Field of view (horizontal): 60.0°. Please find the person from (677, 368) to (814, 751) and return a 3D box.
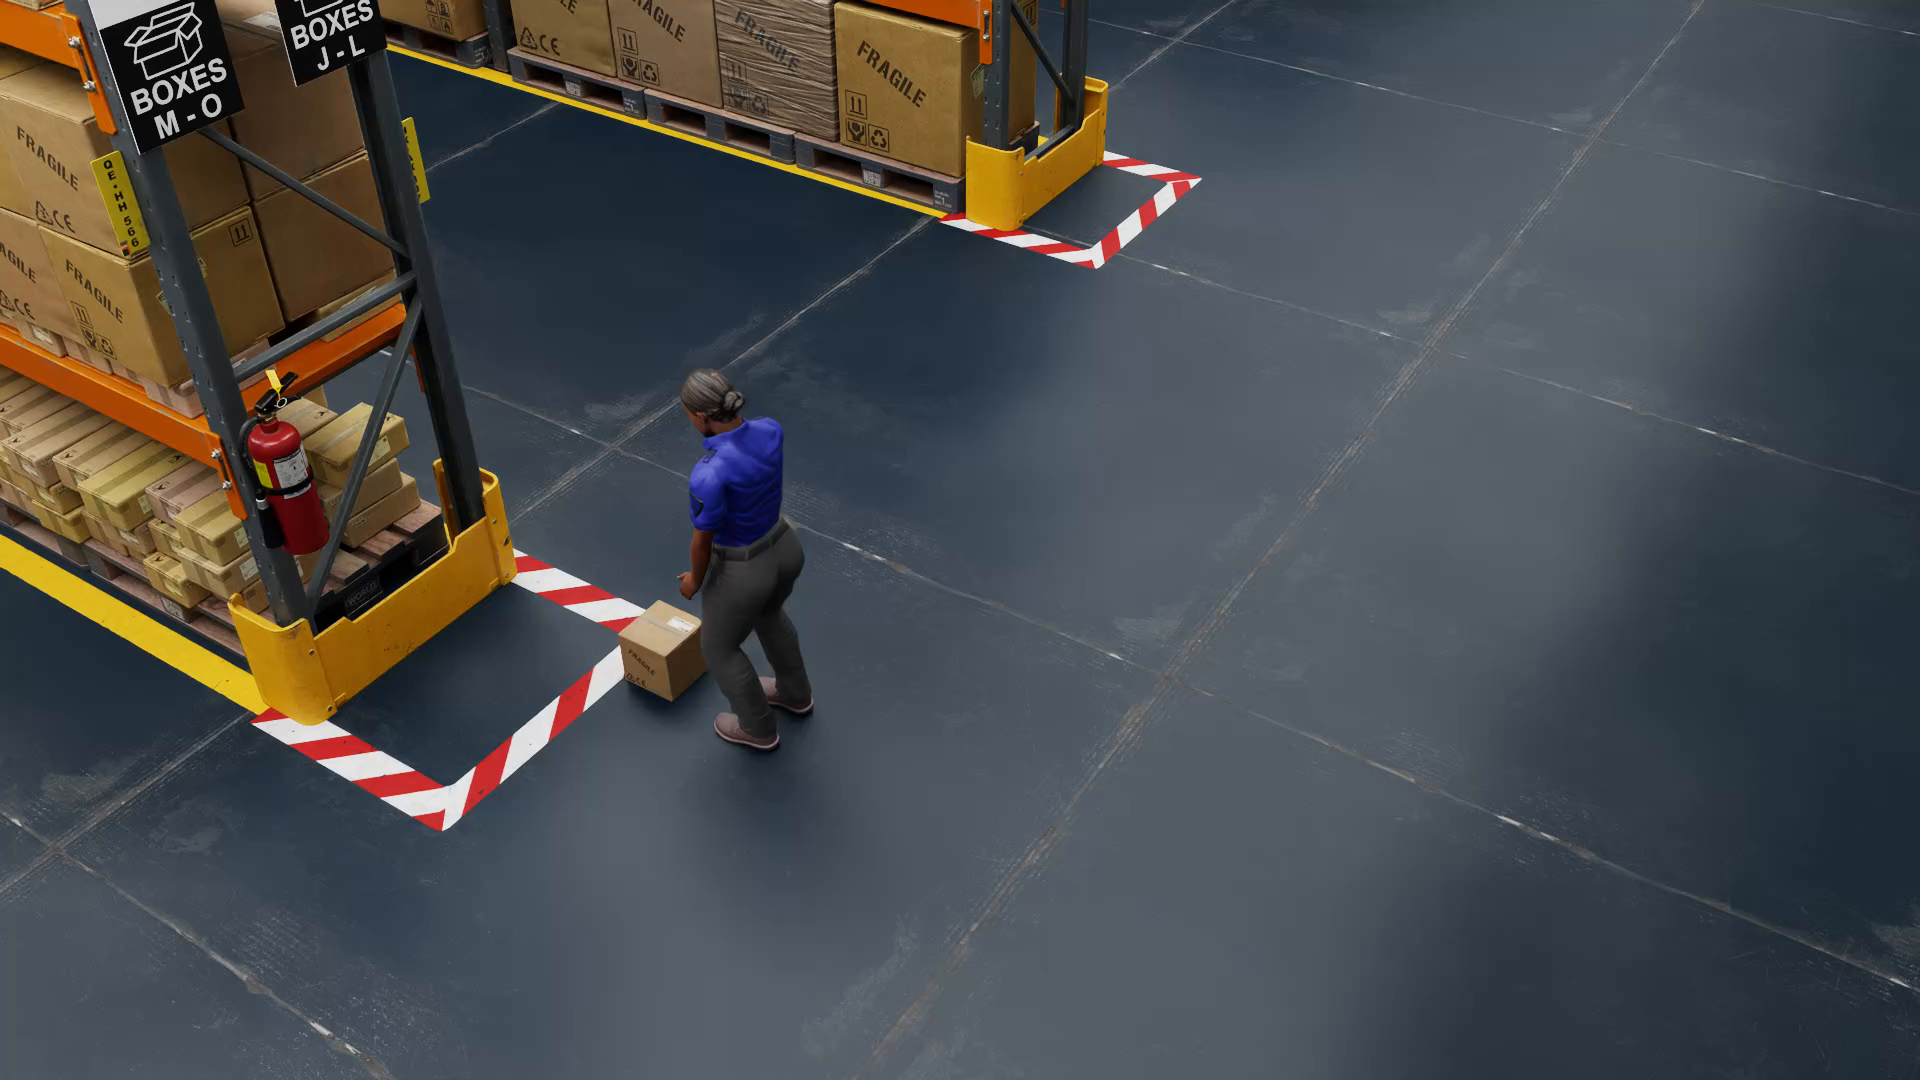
[{"bbox_3d":[-0.794,0.097,6.079,0.361,1.617,0.453,23,44,26],"label":"person"}]
